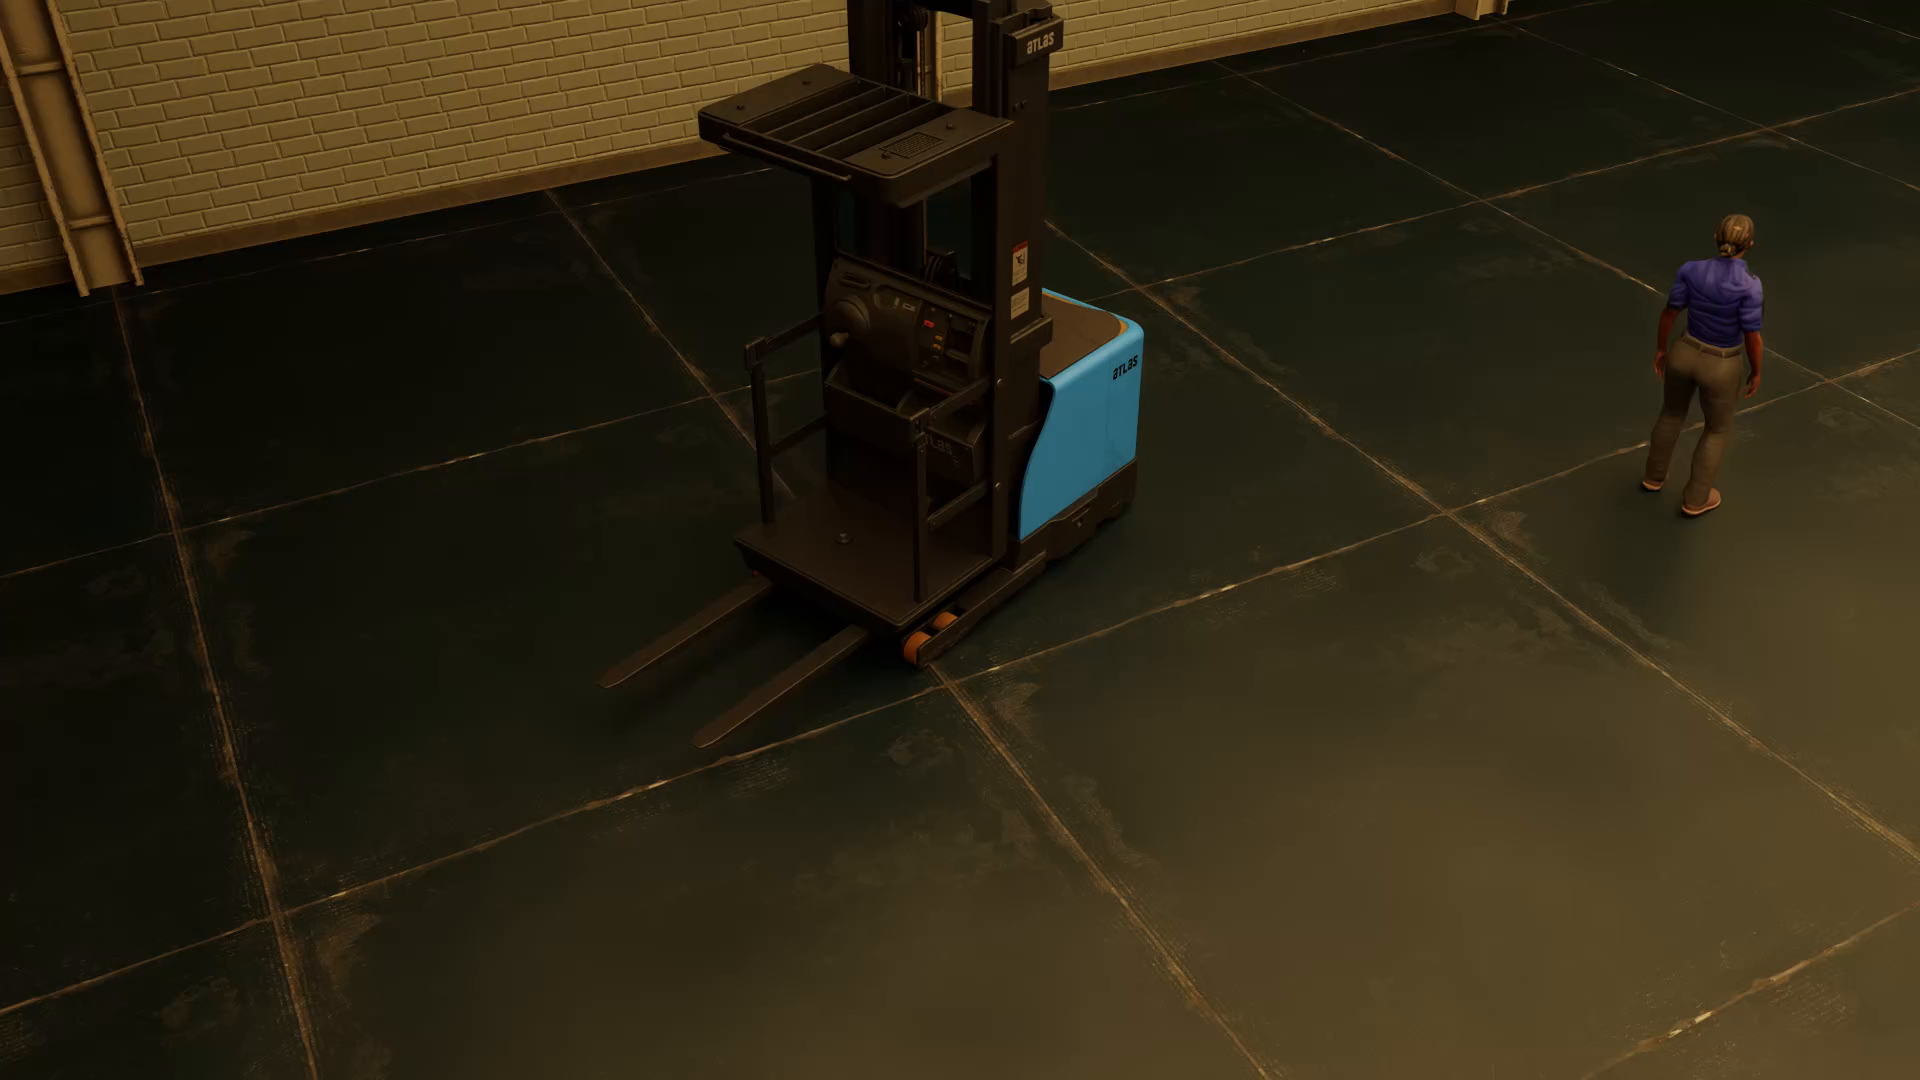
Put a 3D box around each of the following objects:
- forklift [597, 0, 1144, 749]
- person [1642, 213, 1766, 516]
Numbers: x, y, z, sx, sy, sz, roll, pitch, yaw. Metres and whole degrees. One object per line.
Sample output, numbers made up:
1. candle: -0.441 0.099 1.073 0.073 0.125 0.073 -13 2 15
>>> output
1. forklift: -0.390 -0.927 7.434 1.130 2.935 3.031 26 43 31
2. person: 3.848 -0.906 8.534 0.434 1.678 0.532 -27 44 -33
